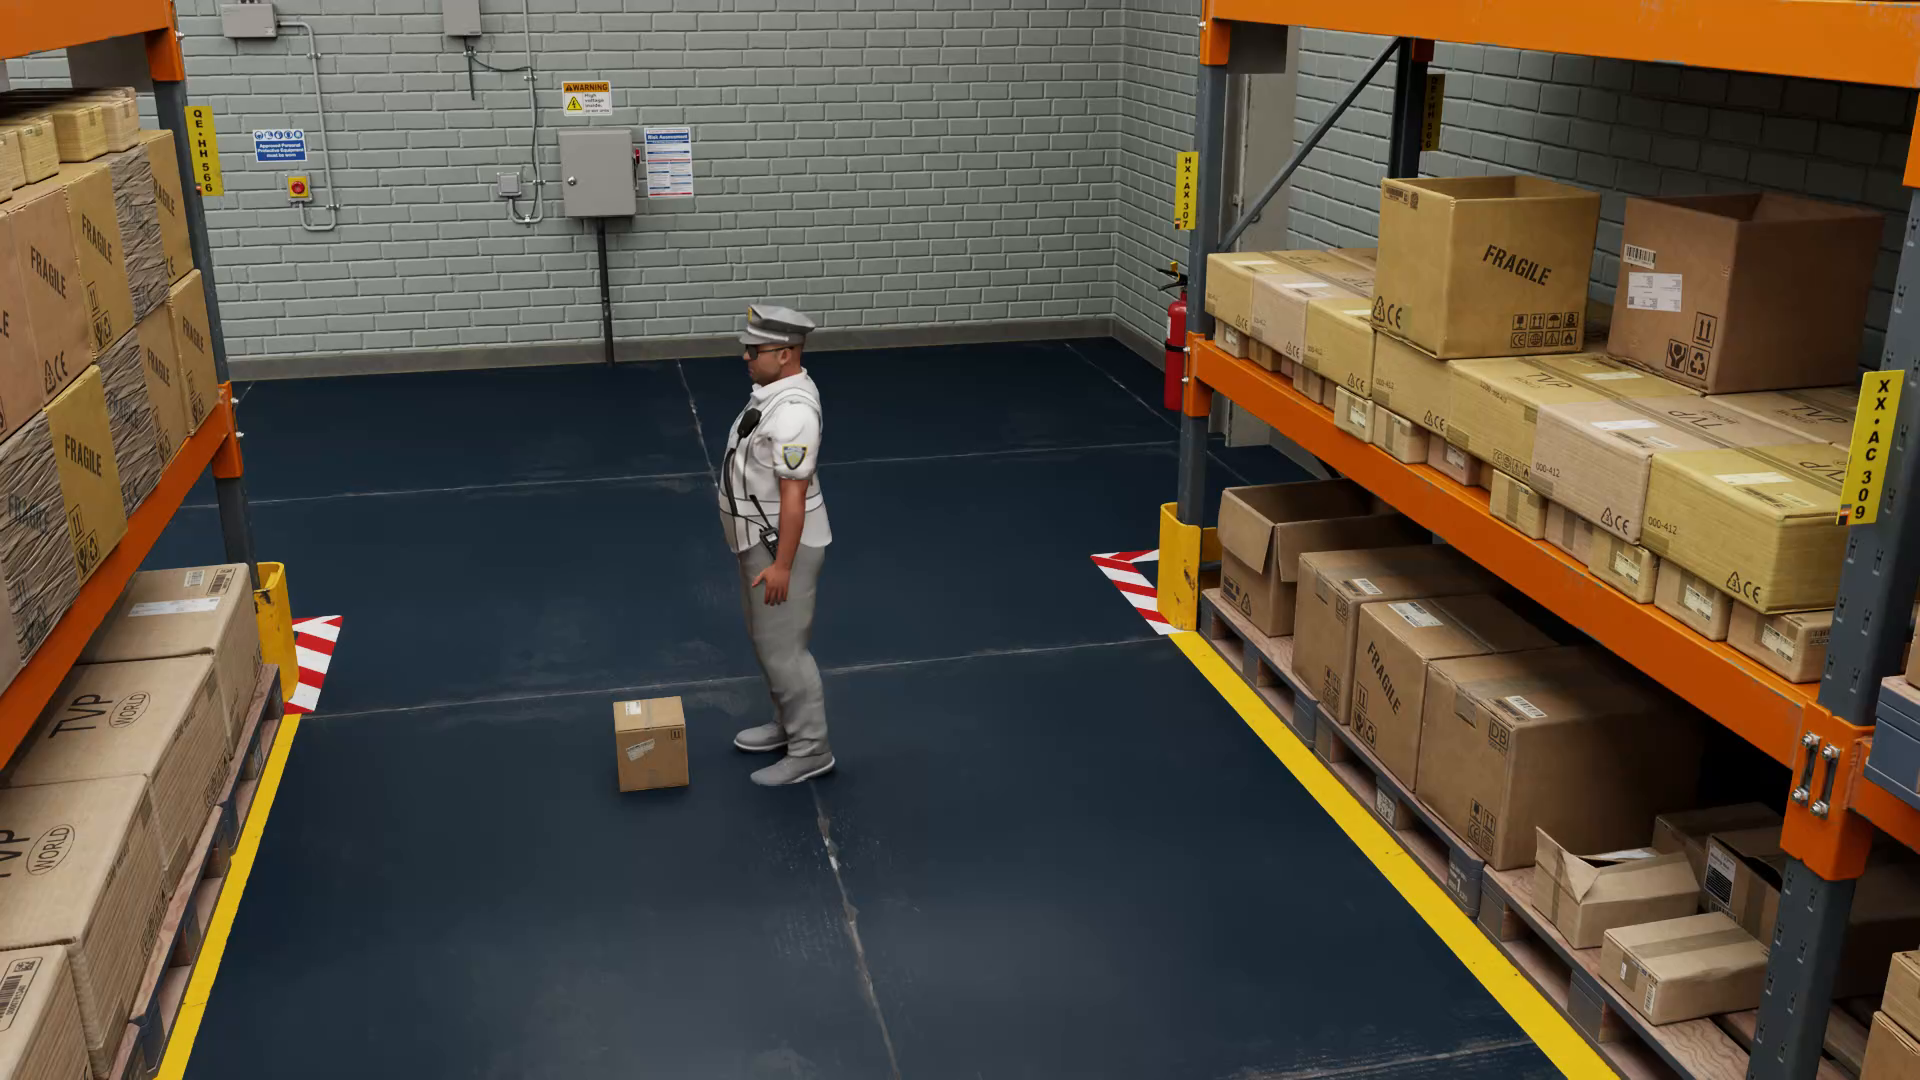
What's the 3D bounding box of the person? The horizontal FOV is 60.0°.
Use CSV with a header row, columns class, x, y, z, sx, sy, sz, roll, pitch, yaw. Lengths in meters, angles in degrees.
class,x,y,z,sx,sy,sz,roll,pitch,yaw
person,-0.666,0.025,6.021,0.392,1.778,0.526,-4,20,-11
